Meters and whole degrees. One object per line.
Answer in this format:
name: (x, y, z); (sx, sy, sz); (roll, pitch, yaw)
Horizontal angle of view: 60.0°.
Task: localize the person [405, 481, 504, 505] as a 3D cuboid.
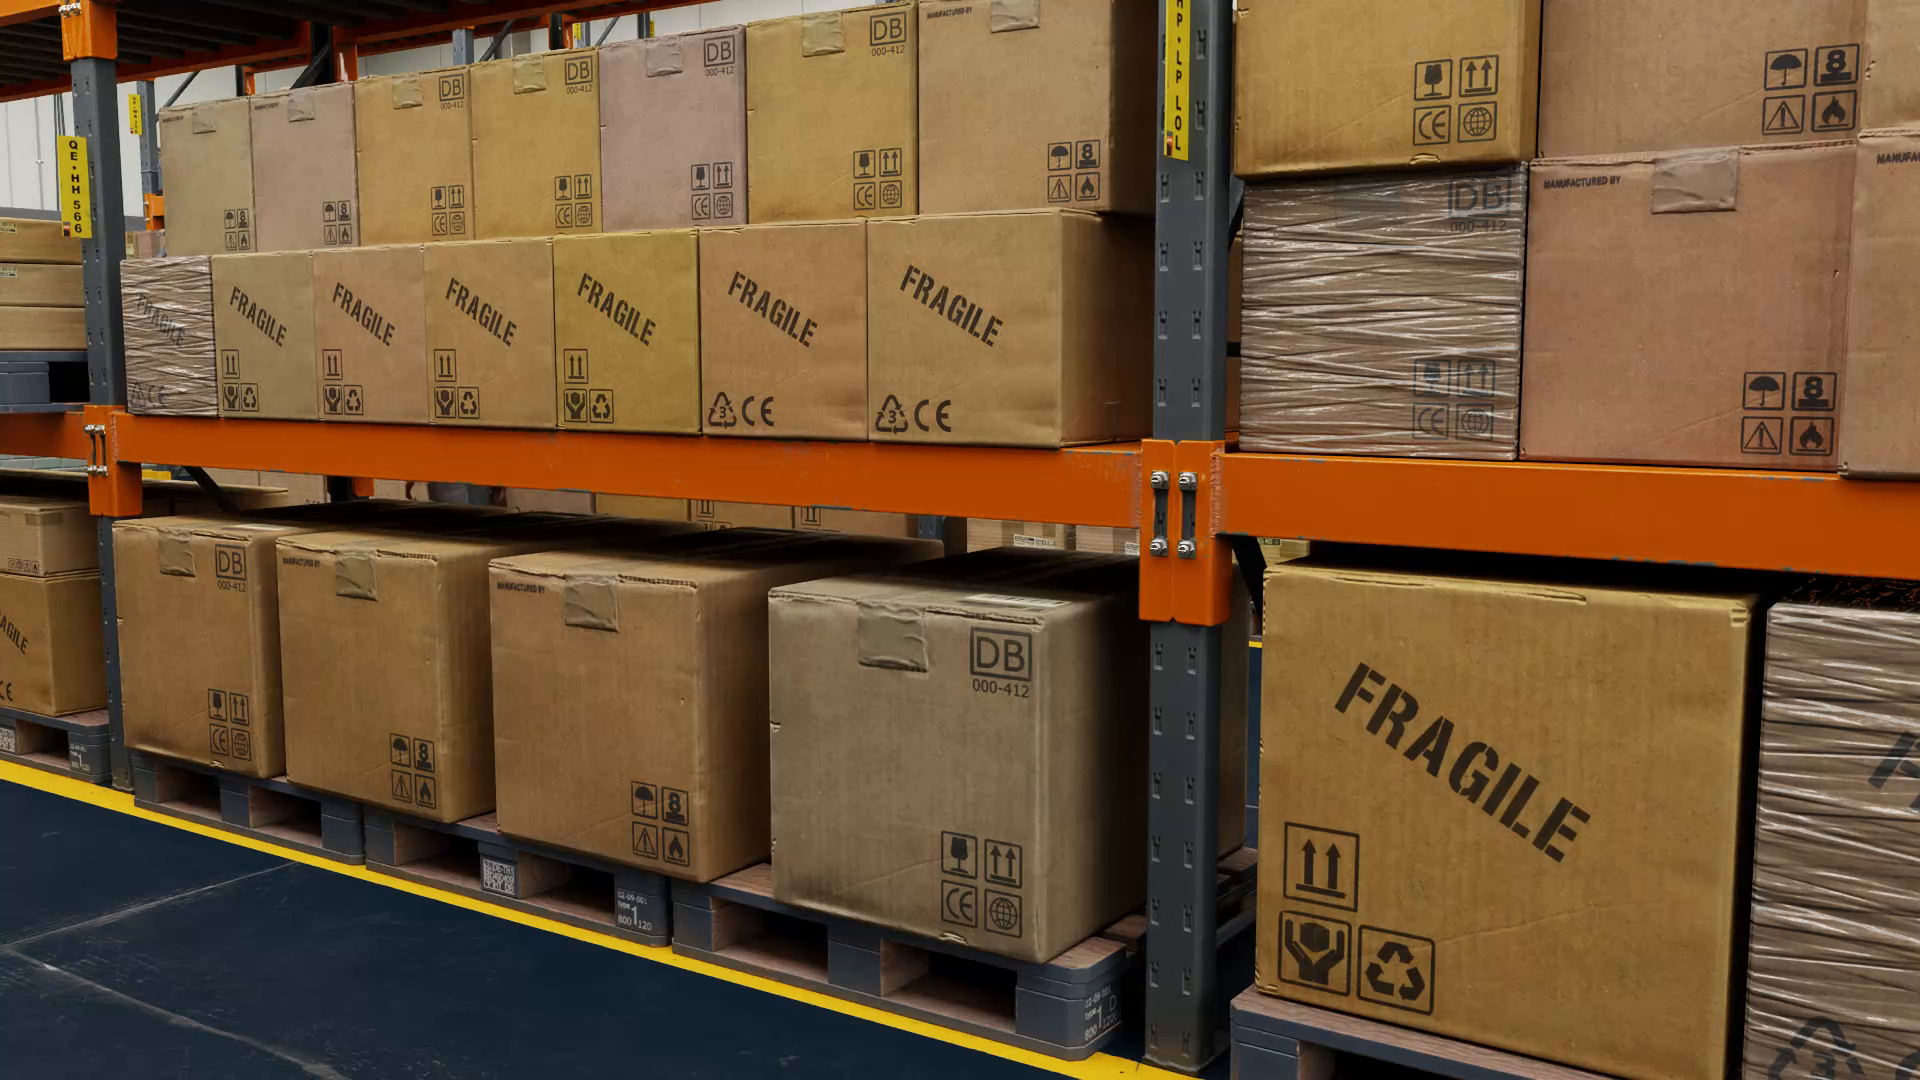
person: (-2.749, -0.337, 9.012); (0.503, 1.756, 0.484); (3, 7, 27)
